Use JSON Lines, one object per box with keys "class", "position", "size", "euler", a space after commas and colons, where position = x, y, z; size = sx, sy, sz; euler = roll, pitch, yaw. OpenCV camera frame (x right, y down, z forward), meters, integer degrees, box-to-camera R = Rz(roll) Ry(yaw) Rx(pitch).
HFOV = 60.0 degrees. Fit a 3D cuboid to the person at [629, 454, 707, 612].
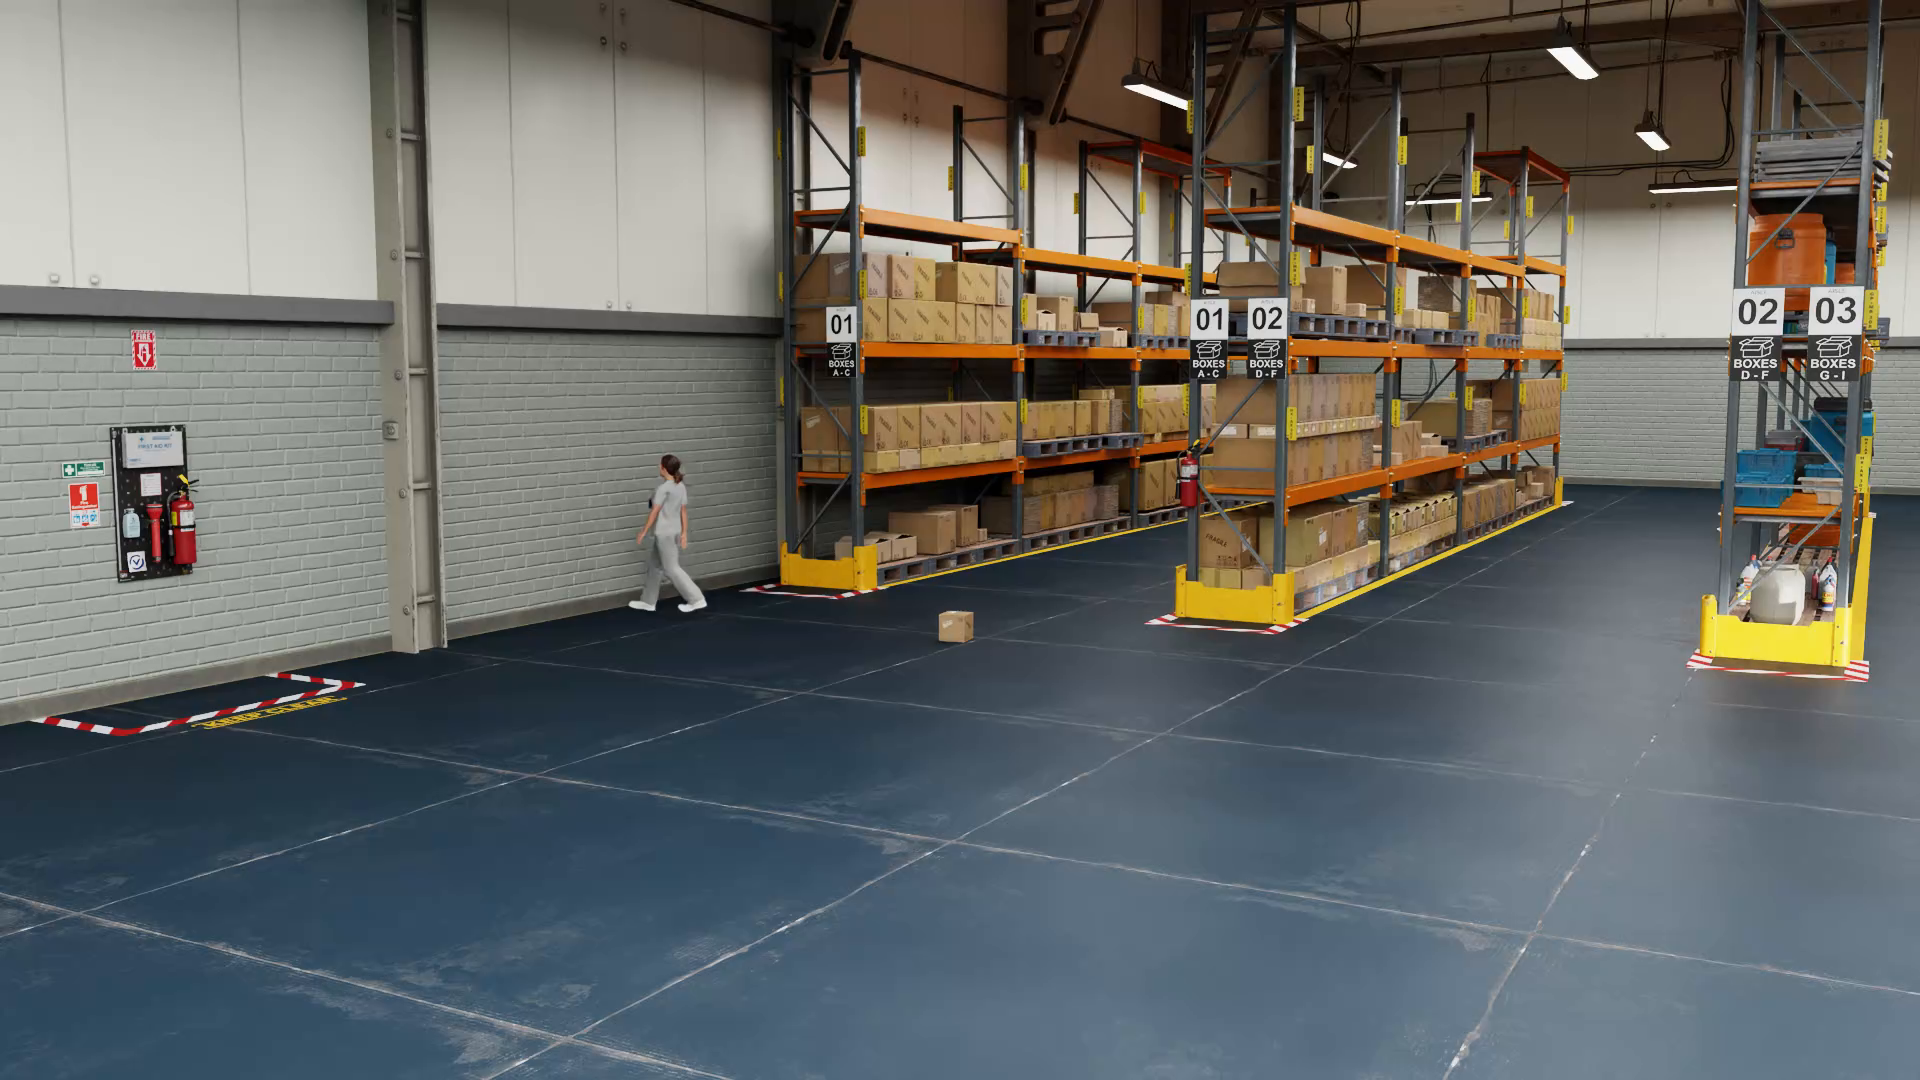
{"class": "person", "position": [-3.003, -0.059, 16.914], "size": [0.989, 1.624, 0.454], "euler": [2, 6, 20]}
